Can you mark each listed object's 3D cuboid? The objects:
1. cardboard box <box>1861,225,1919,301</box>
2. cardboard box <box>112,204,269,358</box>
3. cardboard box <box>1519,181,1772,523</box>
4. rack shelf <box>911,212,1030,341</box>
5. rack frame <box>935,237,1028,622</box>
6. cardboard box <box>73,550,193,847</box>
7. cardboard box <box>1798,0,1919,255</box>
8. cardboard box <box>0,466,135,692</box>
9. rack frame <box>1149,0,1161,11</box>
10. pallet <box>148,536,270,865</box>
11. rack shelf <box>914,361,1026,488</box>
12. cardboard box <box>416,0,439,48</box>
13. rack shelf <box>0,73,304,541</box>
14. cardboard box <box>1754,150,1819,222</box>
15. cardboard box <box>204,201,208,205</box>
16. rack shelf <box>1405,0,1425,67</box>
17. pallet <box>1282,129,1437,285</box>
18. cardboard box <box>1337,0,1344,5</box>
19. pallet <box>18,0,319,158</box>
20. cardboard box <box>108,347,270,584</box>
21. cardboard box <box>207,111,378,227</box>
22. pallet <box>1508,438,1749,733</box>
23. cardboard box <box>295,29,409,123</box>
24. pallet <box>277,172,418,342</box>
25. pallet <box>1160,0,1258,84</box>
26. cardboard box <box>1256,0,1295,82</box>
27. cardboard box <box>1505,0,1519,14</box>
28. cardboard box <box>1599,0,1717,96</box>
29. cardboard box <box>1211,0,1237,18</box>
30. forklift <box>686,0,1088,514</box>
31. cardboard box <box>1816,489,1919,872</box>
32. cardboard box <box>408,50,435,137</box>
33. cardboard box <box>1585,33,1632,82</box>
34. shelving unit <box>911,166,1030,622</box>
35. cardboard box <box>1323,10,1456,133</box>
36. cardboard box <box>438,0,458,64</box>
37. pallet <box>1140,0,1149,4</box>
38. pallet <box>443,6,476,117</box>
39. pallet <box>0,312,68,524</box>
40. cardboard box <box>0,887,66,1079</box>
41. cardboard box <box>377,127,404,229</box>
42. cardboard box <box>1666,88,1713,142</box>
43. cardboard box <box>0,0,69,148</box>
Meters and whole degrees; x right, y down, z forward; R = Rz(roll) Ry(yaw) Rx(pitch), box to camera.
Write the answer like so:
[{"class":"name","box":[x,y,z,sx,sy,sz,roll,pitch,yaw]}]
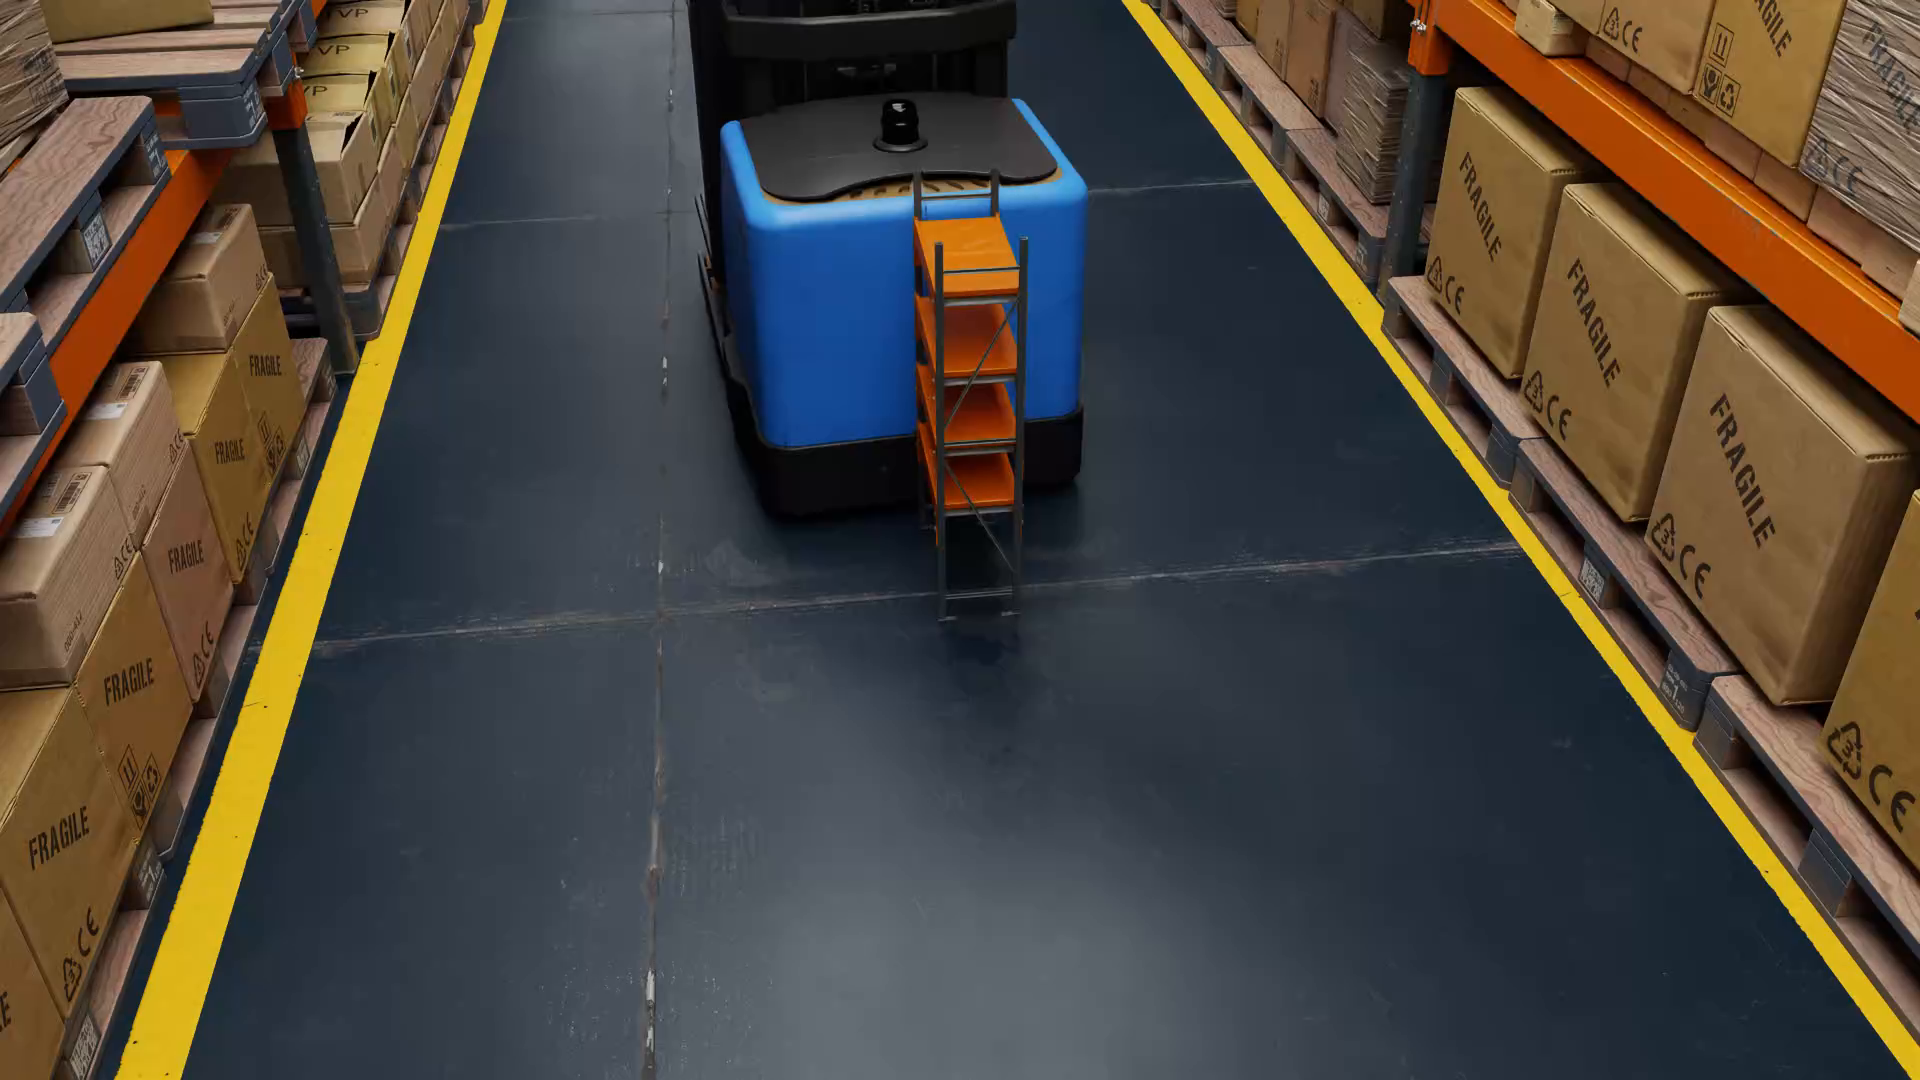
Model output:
[{"class":"cardboard box","box":[2.276,-0.627,3.712,0.380,0.149,0.250,-4,35,-6]},{"class":"cardboard box","box":[-2.366,-0.762,4.868,0.500,0.250,0.500,-3,34,-5]},{"class":"cardboard box","box":[2.253,-0.592,4.991,0.750,0.750,0.750,-5,35,-7]},{"class":"rack shelf","box":[0.022,-0.728,4.555,0.258,0.148,0.480,-4,35,-6]},{"class":"rack frame","box":[0.055,-0.267,4.577,0.240,1.200,0.015,-4,35,-6]},{"class":"cardboard box","box":[-2.164,0.380,3.858,0.500,0.500,0.500,-4,34,-6]},{"class":"cardboard box","box":[2.261,-0.960,3.624,0.500,0.500,0.500,-4,35,-6]},{"class":"cardboard box","box":[-2.156,0.088,3.620,0.500,0.250,0.500,-4,35,-6]},{"class":"rack frame","box":[1.634,-4.448,9.114,1.000,3.000,0.127,-4,35,-6]},{"class":"pallet","box":[-2.512,0.412,4.458,1.003,0.211,1.213,-4,35,-6]},{"class":"rack shelf","box":[0.022,-0.348,4.814,0.258,0.148,0.480,-4,35,-6]},{"class":"cardboard box","box":[-2.794,-2.567,7.924,0.500,0.311,0.500,-4,35,-7]},{"class":"rack shelf","box":[-2.467,-0.426,3.850,1.077,0.370,4.000,-4,35,-6]},{"class":"cardboard box","box":[2.232,-0.917,4.137,0.380,0.149,0.250,-3,34,-5]},{"class":"cardboard box","box":[-3.050,-1.382,6.184,0.500,0.311,0.500,-3,34,-5]},{"class":"rack shelf","box":[1.903,-3.035,7.679,1.077,0.370,4.000,-4,35,-6]},{"class":"pallet","box":[2.069,-1.500,7.264,1.003,0.211,1.213,-4,35,-6]},{"class":"cardboard box","box":[1.935,-2.682,7.685,0.500,0.250,0.500,-5,35,-7]},{"class":"pallet","box":[-2.575,-1.387,4.792,1.213,0.211,1.003,-4,35,-6]},{"class":"cardboard box","box":[-2.308,-0.195,4.701,0.500,0.500,0.500,-6,35,-8]},{"class":"cardboard box","box":[-2.515,-1.422,6.244,0.500,0.311,0.500,-3,34,-5]},{"class":"pallet","box":[2.364,0.061,4.973,1.003,0.211,1.213,-4,35,-6]},{"class":"cardboard box","box":[-2.661,-2.000,7.091,0.500,0.311,0.500,-5,35,-8]},{"class":"pallet","box":[-2.808,-1.149,6.748,1.003,0.211,1.213,-4,35,-6]},{"class":"pallet","box":[1.741,-2.862,9.262,1.003,0.211,1.213,-4,35,-6]},{"class":"cardboard box","box":[1.898,-2.615,8.253,0.700,0.500,0.500,-4,34,-6]},{"class":"cardboard box","box":[2.012,-1.778,5.401,0.380,0.149,0.250,-4,34,-6]},{"class":"cardboard box","box":[2.111,-1.528,4.458,0.500,0.500,0.500,-5,35,-7]},{"class":"cardboard box","box":[1.750,-3.188,9.093,0.700,0.500,0.500,-3,34,-5]},{"class":"forklift","box":[-0.430,-2.117,5.753,1.130,2.935,3.031,-7,35,-11]},{"class":"cardboard box","box":[2.494,0.378,3.568,0.750,0.750,0.750,-4,34,-6]},{"class":"cardboard box","box":[-2.728,-2.047,7.659,0.500,0.250,0.500,-4,34,-5]},{"class":"cardboard box","box":[2.120,-1.492,4.982,0.380,0.149,0.250,-5,35,-7]},{"class":"shelving unit","box":[0.022,-0.403,4.777,0.258,1.200,0.503,-4,35,-6]},{"class":"cardboard box","box":[2.070,-2.059,7.437,0.700,0.500,0.500,-4,35,-6]},{"class":"cardboard box","box":[-2.865,-2.616,8.494,0.500,0.250,0.500,-5,35,-7]},{"class":"pallet","box":[1.509,-3.668,10.445,1.003,0.211,1.213,-4,35,-6]},{"class":"pallet","box":[-3.136,-2.511,8.746,1.003,0.211,1.213,-4,35,-6]},{"class":"pallet","box":[-2.197,0.018,2.730,1.003,0.211,1.213,-4,35,-6]},{"class":"cardboard box","box":[-2.022,0.956,3.013,0.500,0.500,0.500,-6,35,-9]},{"class":"cardboard box","box":[-2.584,-1.471,6.814,0.500,0.250,0.500,-5,35,-8]},{"class":"cardboard box","box":[2.188,-1.203,4.558,0.380,0.149,0.250,-4,34,-6]},{"class":"cardboard box","box":[-2.606,-1.186,3.865,0.700,0.500,0.500,2,34,3]}]
